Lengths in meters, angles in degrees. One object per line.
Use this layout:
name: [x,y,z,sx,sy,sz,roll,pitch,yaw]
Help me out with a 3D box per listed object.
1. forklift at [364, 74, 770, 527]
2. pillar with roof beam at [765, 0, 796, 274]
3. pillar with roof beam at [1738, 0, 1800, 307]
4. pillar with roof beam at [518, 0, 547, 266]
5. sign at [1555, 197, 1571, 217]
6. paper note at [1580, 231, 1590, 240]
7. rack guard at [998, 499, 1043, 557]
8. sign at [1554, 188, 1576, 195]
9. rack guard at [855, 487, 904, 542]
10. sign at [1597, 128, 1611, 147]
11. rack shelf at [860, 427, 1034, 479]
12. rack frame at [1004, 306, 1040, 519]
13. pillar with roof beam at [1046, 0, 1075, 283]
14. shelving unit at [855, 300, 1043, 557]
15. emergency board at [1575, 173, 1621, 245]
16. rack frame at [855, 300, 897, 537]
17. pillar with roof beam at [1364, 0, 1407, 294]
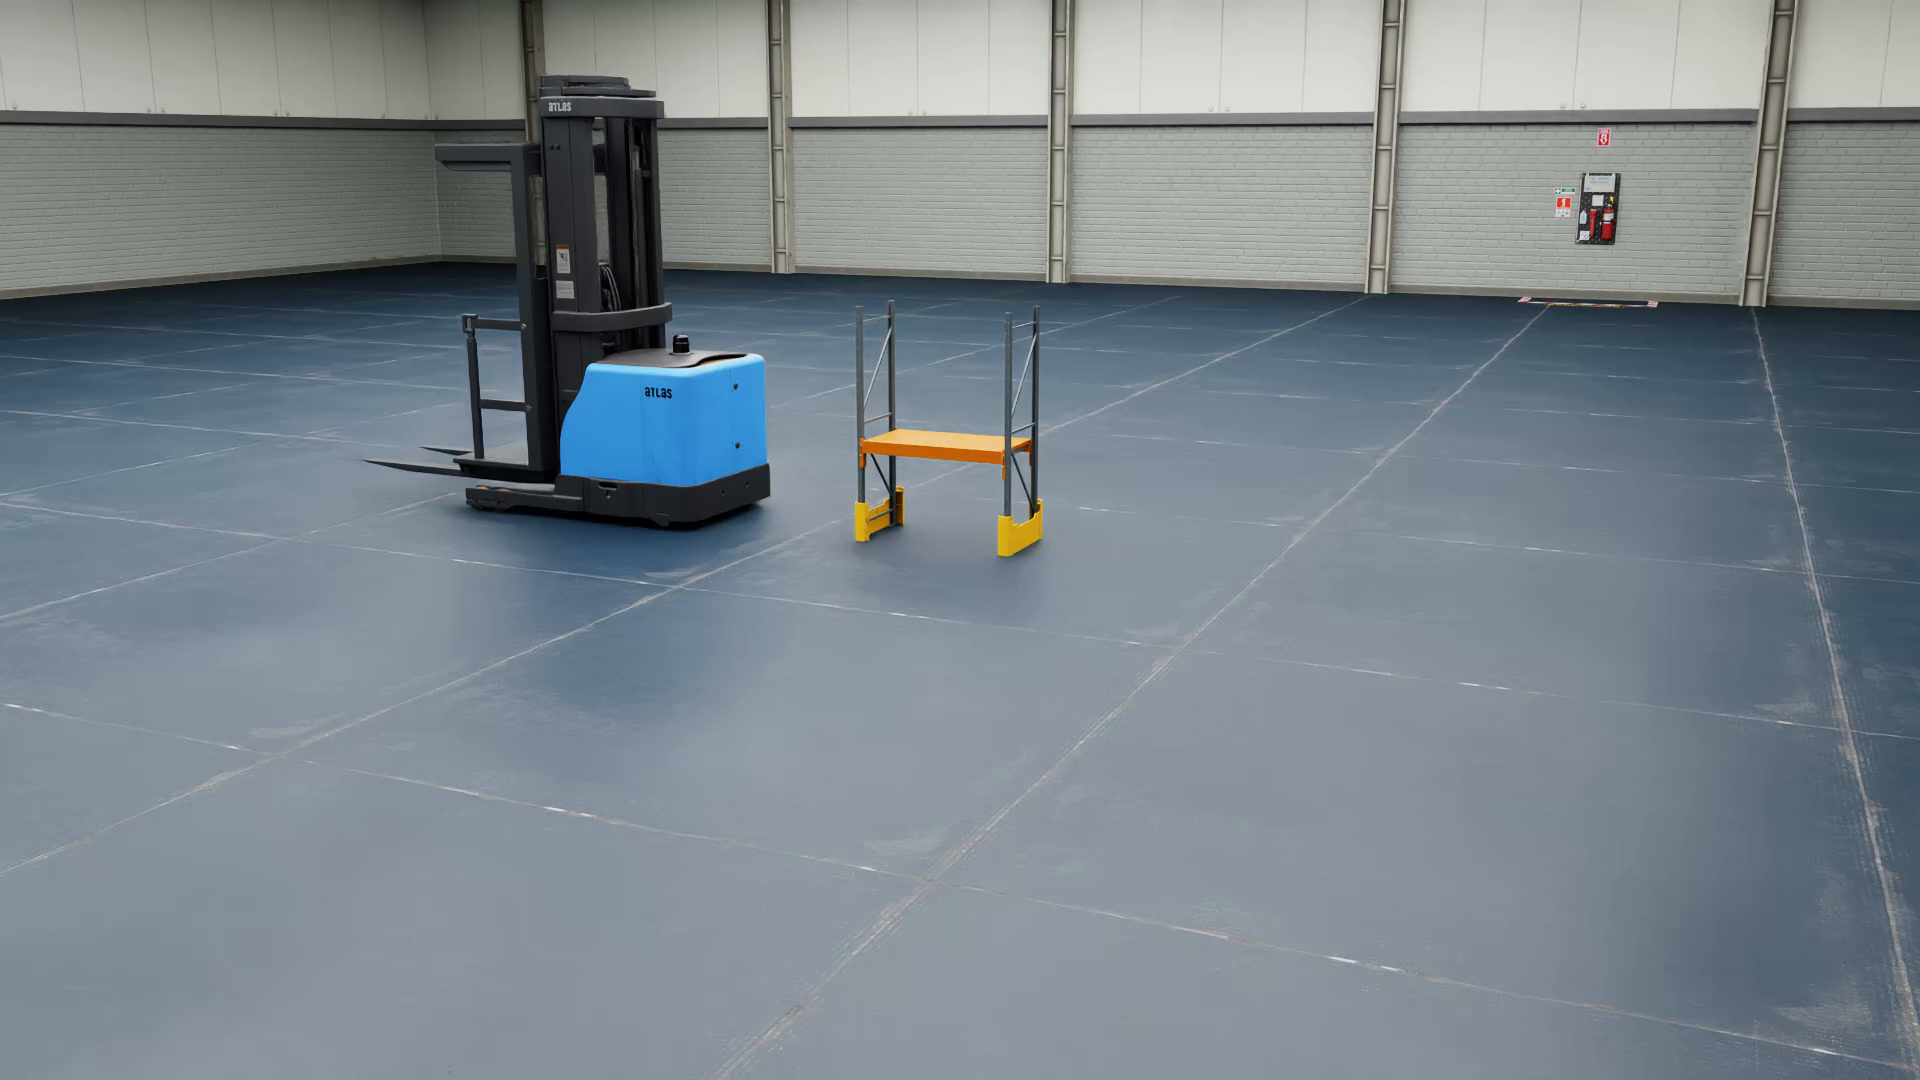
forklift: [-2.900,-1.720,11.671,3.031,2.935,1.130,6,15,25]
pillar with roof beam: [-5.353,-8.953,29.212,0.400,9.000,9.100,6,14,23]
pillar with roof beam: [11.105,-7.288,22.114,0.400,9.000,9.100,6,14,23]
pillar with roof beam: [-10.839,-9.508,31.578,0.400,9.000,9.100,6,14,23]
sign: [10.140,-5.593,27.946,0.234,0.329,0.001,6,14,23]
paper note: [10.470,-5.105,27.872,0.142,0.148,0.016,6,14,23]
rack guard: [0.386,-0.083,10.560,0.087,0.250,0.587,6,14,23]
sign: [10.141,-5.849,27.875,0.331,0.109,0.001,6,14,23]
rack guard: [-0.525,-0.175,10.953,0.087,0.250,0.587,6,14,23]
sign: [10.637,-6.653,27.467,0.199,0.298,0.001,6,14,23]
rack shelf: [-0.078,-0.563,10.658,1.000,0.185,0.538,6,14,23]
rack frame: [0.387,-0.691,10.417,0.032,1.500,0.500,6,14,23]
pillar with roof beam: [0.133,-8.398,26.846,0.400,9.000,9.100,6,14,23]
shelving unit: [-0.070,-0.737,10.614,1.083,1.500,0.587,6,14,23]
emergency board: [10.604,-5.503,27.640,0.643,1.169,0.194,6,14,23]
rack frame: [-0.543,-0.785,10.818,0.032,1.500,0.500,6,14,23]
pillar with roof beam: [5.619,-7.843,24.480,0.400,9.000,9.100,6,14,23]
